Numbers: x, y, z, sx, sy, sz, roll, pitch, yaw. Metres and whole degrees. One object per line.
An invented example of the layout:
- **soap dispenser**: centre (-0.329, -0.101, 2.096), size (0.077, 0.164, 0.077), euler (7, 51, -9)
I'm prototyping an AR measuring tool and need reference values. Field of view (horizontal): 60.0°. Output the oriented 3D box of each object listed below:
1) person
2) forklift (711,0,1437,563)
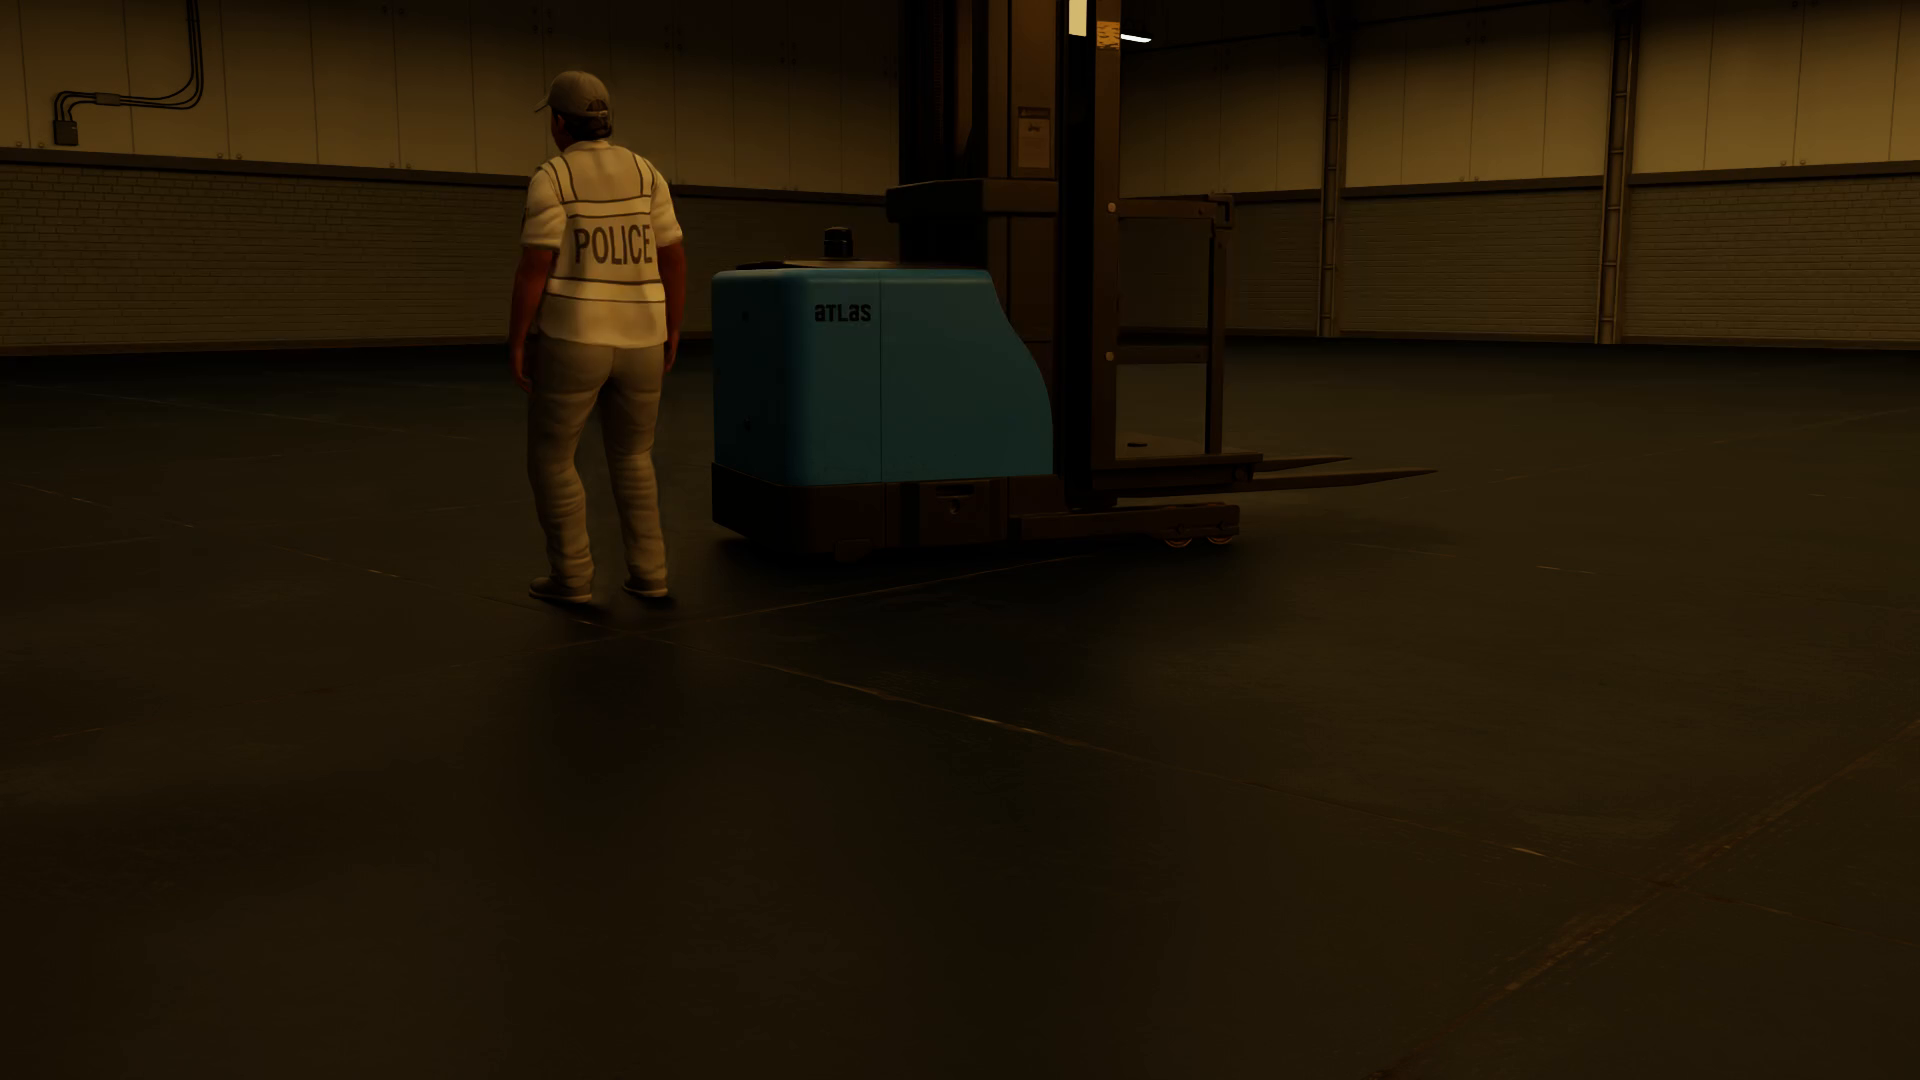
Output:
- **person**: centre (-1.184, -0.615, 5.254), size (0.600, 1.657, 0.549), euler (-7, 11, -38)
- **forklift**: centre (0.559, -1.486, 6.742), size (3.031, 2.935, 1.130), euler (-4, 9, -23)
